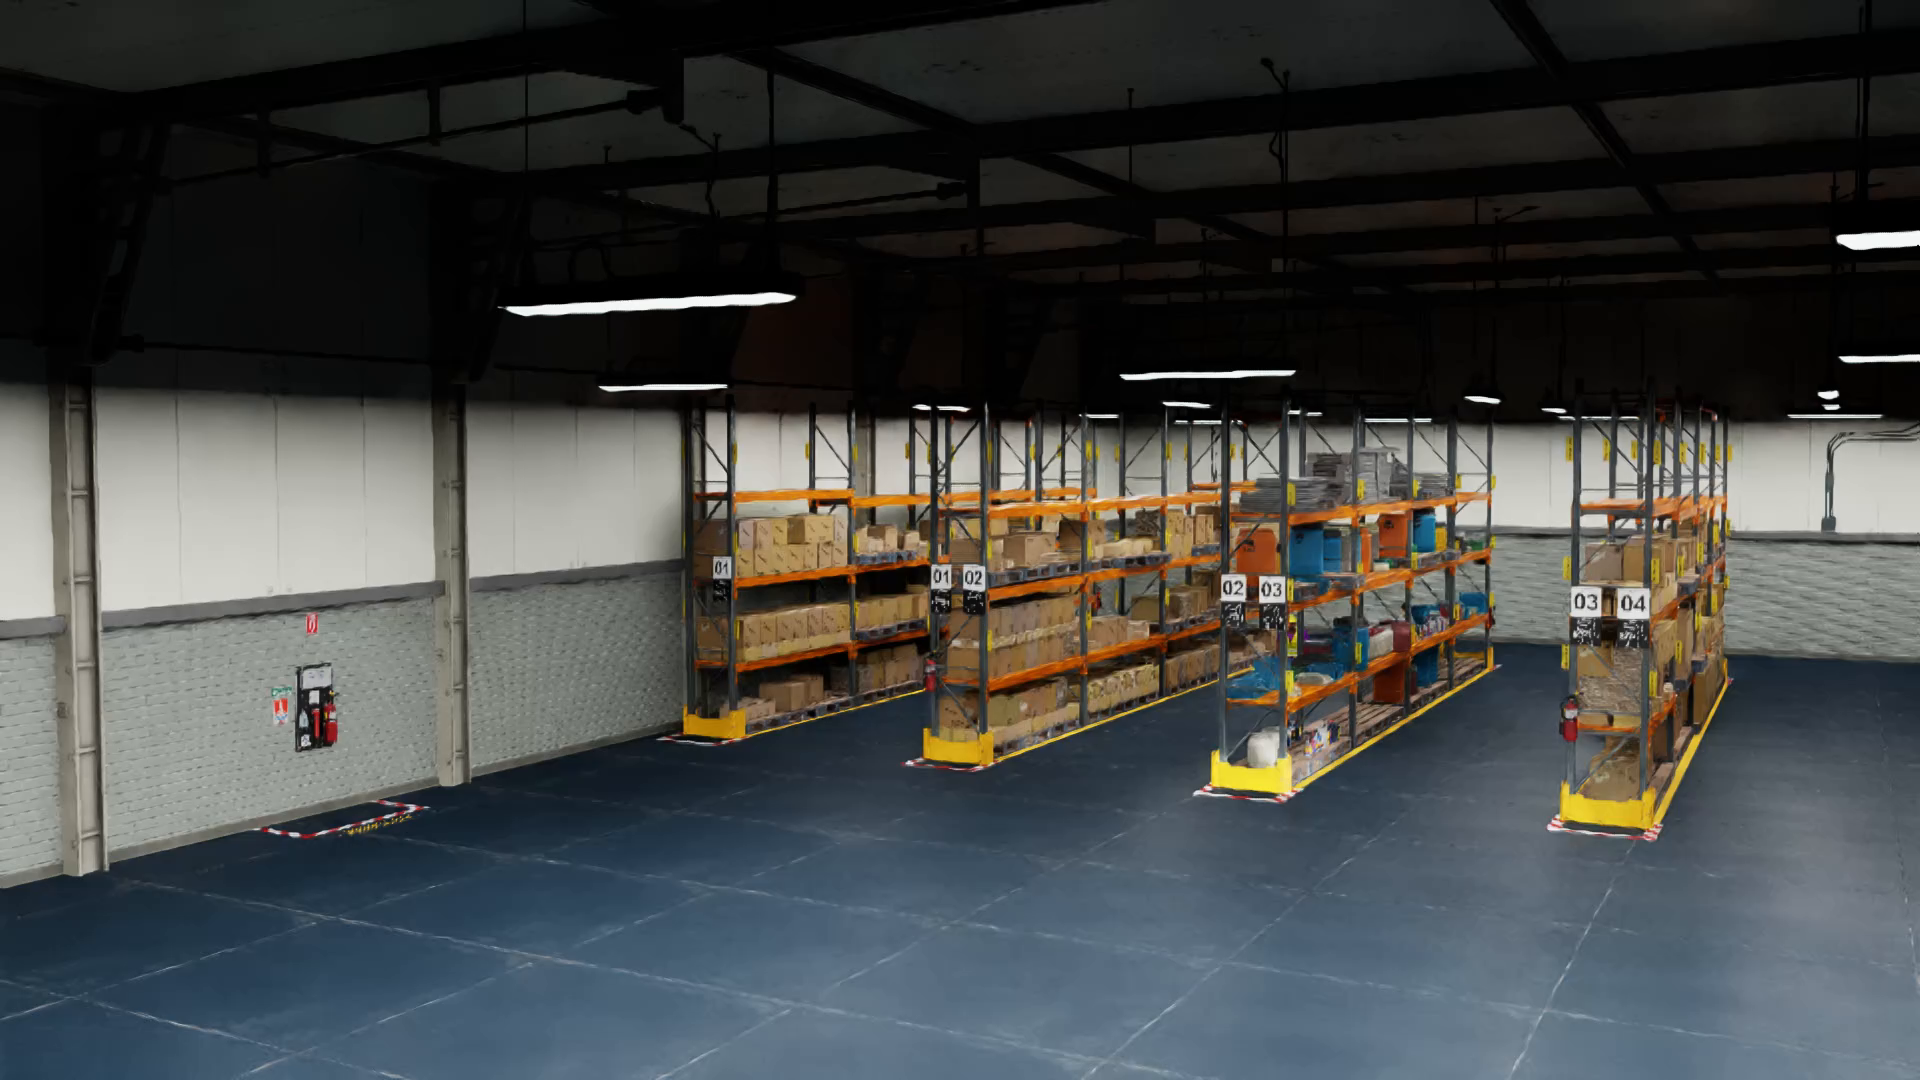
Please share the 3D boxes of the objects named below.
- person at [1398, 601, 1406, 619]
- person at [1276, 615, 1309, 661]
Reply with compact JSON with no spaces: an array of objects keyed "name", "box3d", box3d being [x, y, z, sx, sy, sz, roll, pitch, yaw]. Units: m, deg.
[{"name":"person","box3d":[9.916,2.197,37.145,0.572,1.665,0.575,-3,4,-41]},{"name":"person","box3d":[6.769,2.371,33.871,0.719,1.714,0.578,2,3,27]}]
